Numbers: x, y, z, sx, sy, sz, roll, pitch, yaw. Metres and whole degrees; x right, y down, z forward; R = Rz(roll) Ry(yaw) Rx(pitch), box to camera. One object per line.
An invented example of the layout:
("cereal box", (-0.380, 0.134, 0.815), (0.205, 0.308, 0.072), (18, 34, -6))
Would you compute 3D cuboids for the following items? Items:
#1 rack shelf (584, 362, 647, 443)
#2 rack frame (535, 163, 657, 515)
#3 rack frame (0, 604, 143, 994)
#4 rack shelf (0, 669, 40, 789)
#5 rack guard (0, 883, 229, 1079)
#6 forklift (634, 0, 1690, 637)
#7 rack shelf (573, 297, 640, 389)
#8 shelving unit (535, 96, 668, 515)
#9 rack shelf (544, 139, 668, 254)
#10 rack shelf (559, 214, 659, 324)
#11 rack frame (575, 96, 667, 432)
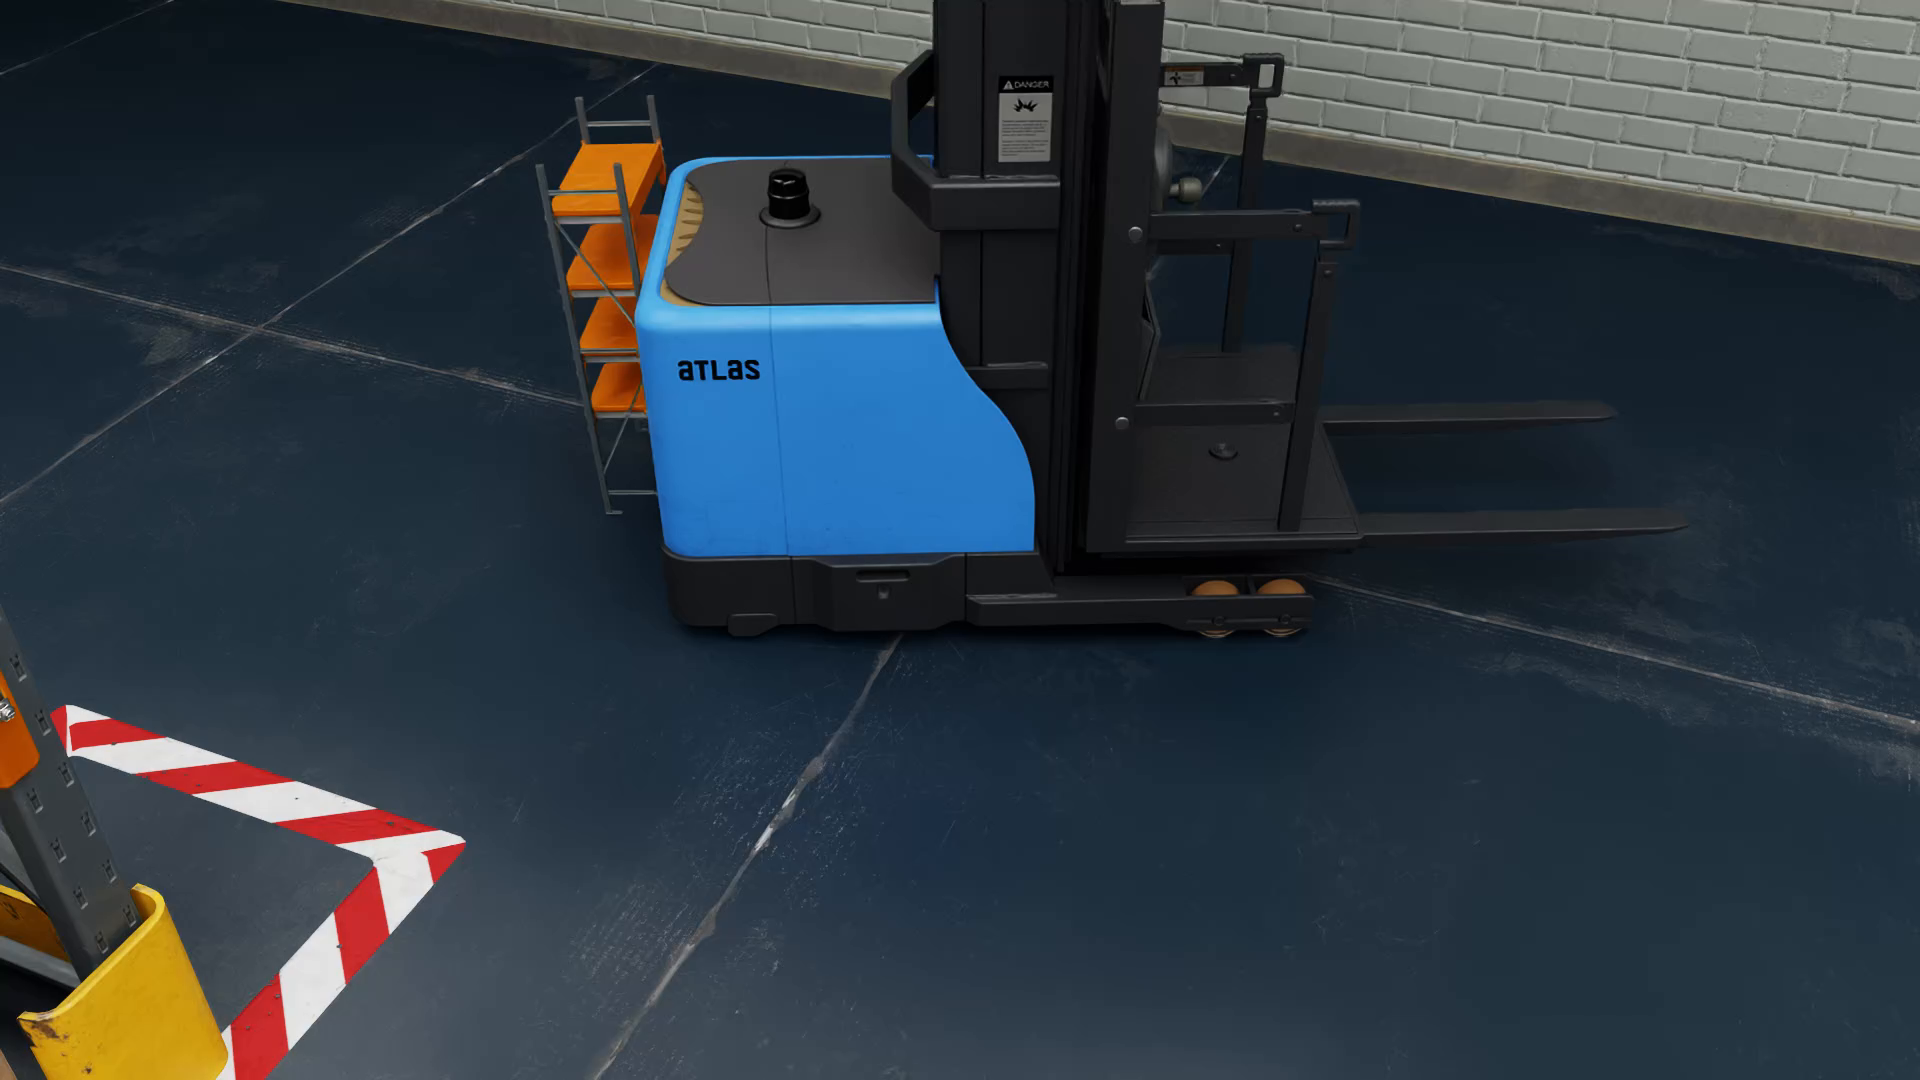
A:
("rack shelf", (-1.023, -0.499, 5.351), (0.258, 0.148, 0.480), (0, 37, 3))
("rack frame", (-1.043, -0.566, 4.997), (0.240, 1.200, 0.015), (0, 37, 3))
("rack frame", (-2.186, -0.141, 2.933), (1.000, 3.000, 0.127), (14, 39, 18))
("rack shelf", (-2.947, 1.255, 1.666), (1.077, 0.370, 4.000), (14, 39, 18))
("rack guard", (-2.215, 0.903, 3.625), (1.175, 0.500, 0.348), (14, 39, 18))
("forklift", (0.644, -1.208, 4.419), (3.031, 2.935, 1.130), (-1, 37, -2))
("rack shelf", (-1.030, -0.658, 5.233), (0.258, 0.148, 0.480), (0, 37, 3))
("shelving unit", (-1.033, -0.712, 5.192), (0.258, 1.200, 0.503), (0, 37, 3))
("rack shelf", (-1.048, -1.027, 4.958), (0.258, 0.148, 0.480), (0, 37, 3))
("rack shelf", (-1.039, -0.838, 5.099), (0.258, 0.148, 0.480), (0, 37, 3))
("rack frame", (-1.022, -0.858, 5.388), (0.240, 1.200, 0.015), (0, 37, 3))
